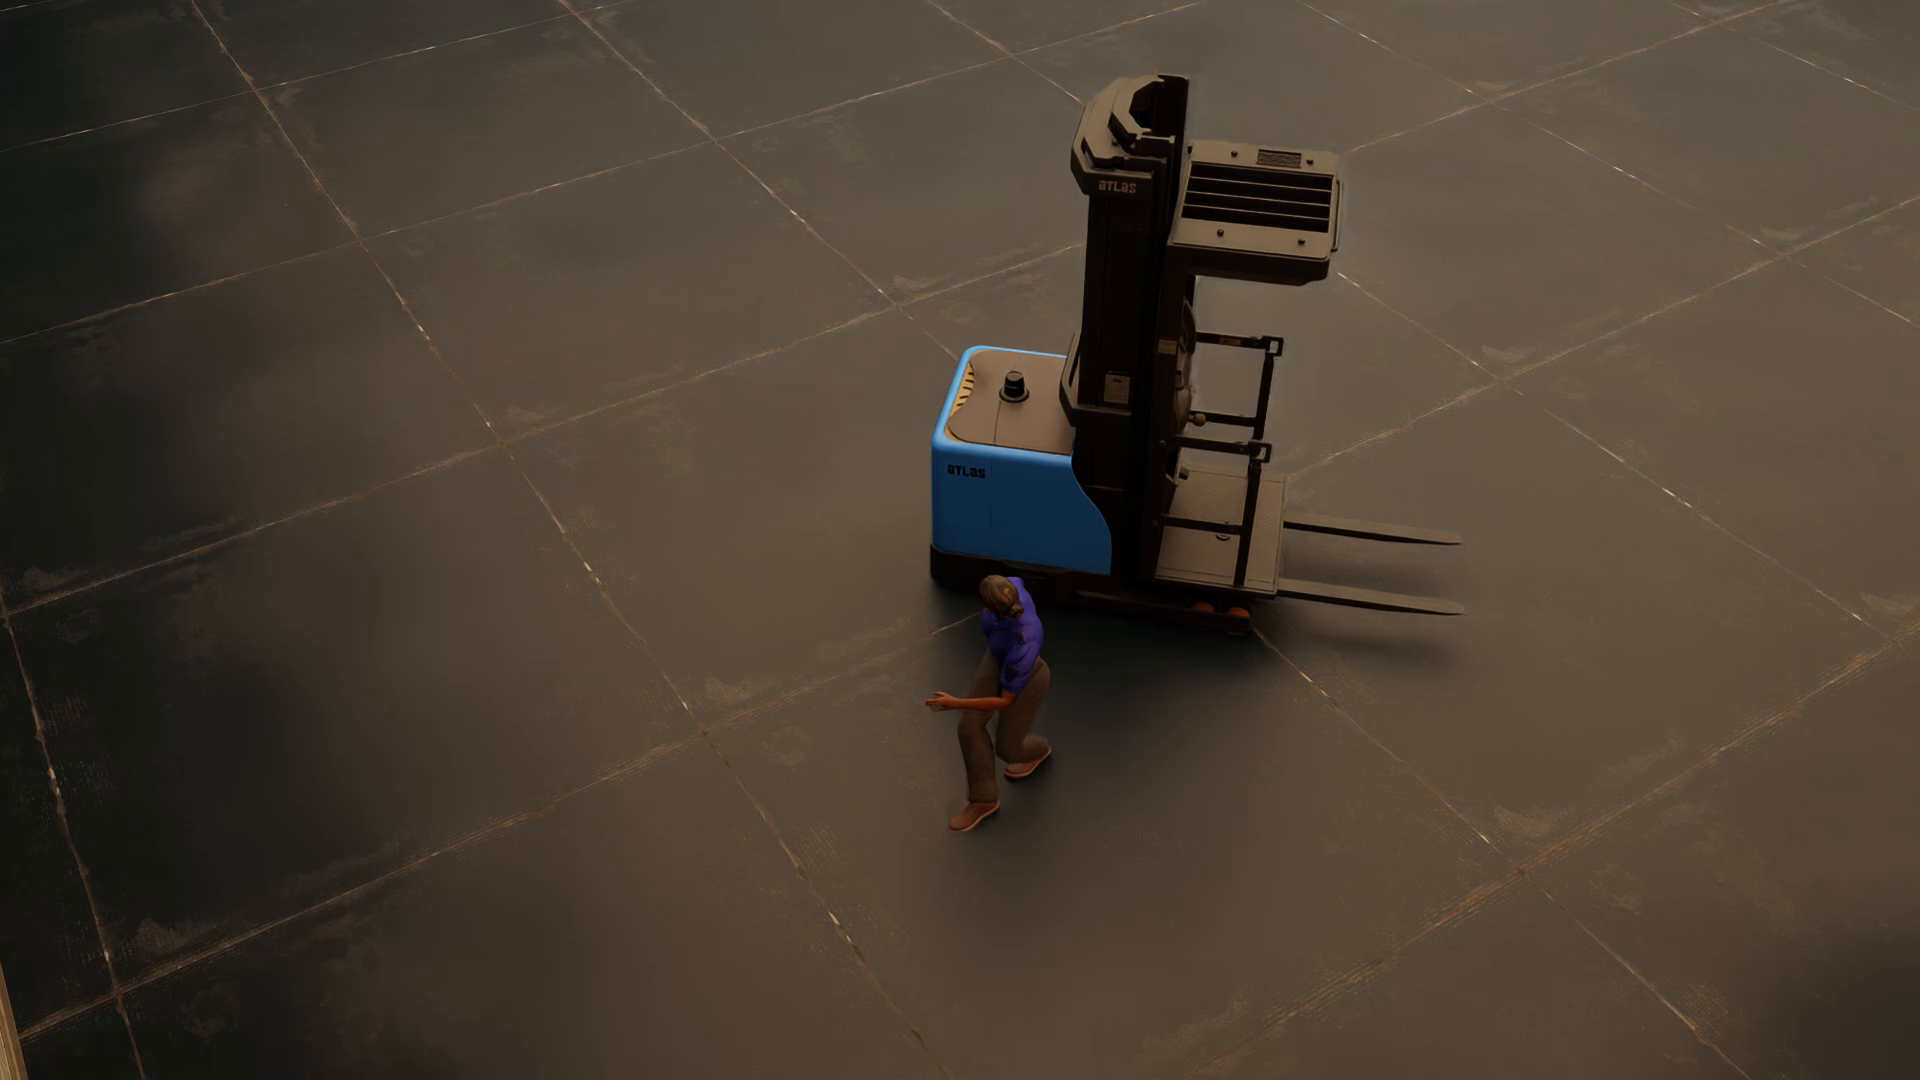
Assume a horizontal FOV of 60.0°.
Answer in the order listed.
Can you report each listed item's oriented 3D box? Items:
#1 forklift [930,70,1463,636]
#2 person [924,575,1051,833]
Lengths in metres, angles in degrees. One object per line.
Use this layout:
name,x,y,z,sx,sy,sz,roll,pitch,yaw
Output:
forklift,1.397,-0.943,8.950,3.031,2.935,1.130,8,42,9
person,0.115,0.683,8.191,0.779,1.518,0.704,-25,47,-25
